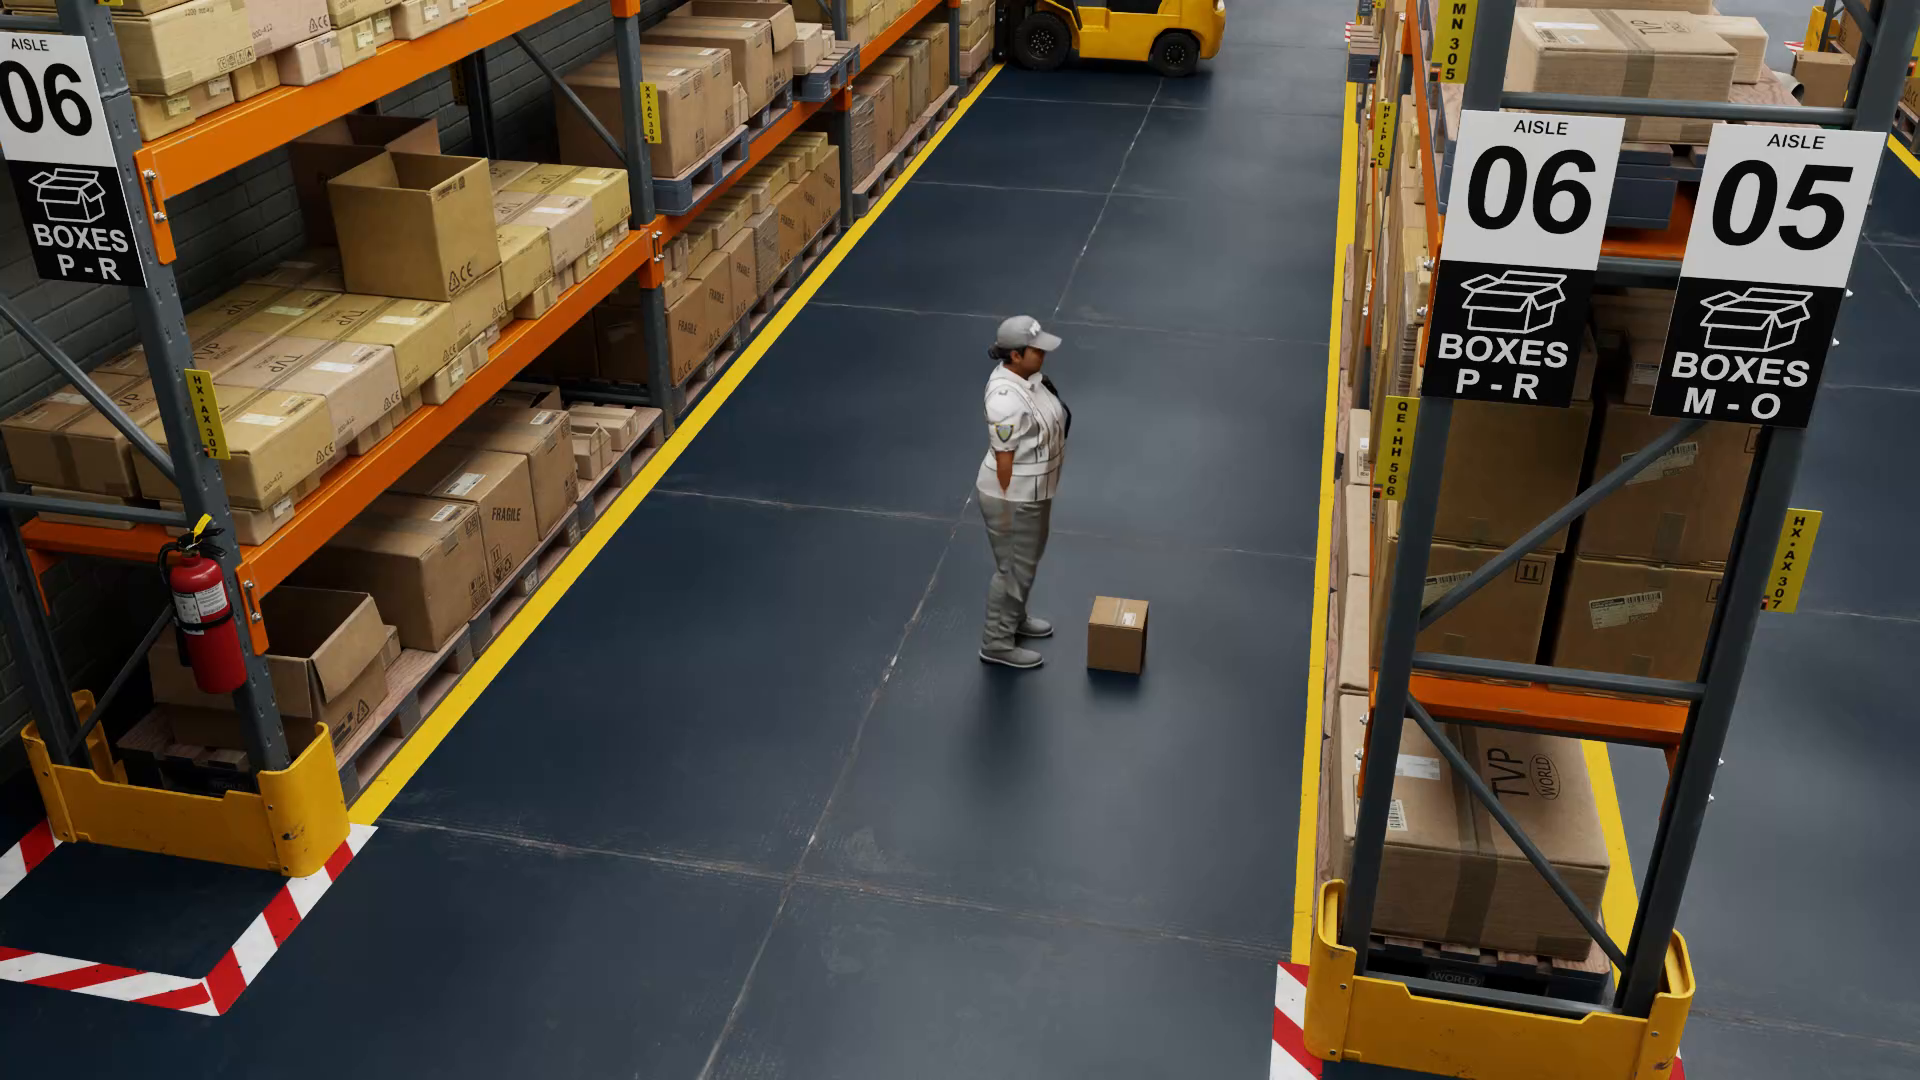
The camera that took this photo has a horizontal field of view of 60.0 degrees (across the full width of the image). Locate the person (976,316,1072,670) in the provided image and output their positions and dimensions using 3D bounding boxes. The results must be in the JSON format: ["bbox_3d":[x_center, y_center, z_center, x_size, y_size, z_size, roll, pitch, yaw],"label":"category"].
[{"bbox_3d":[0.280,-0.227,7.543,0.391,1.662,0.469,7,30,12],"label":"person"}]
